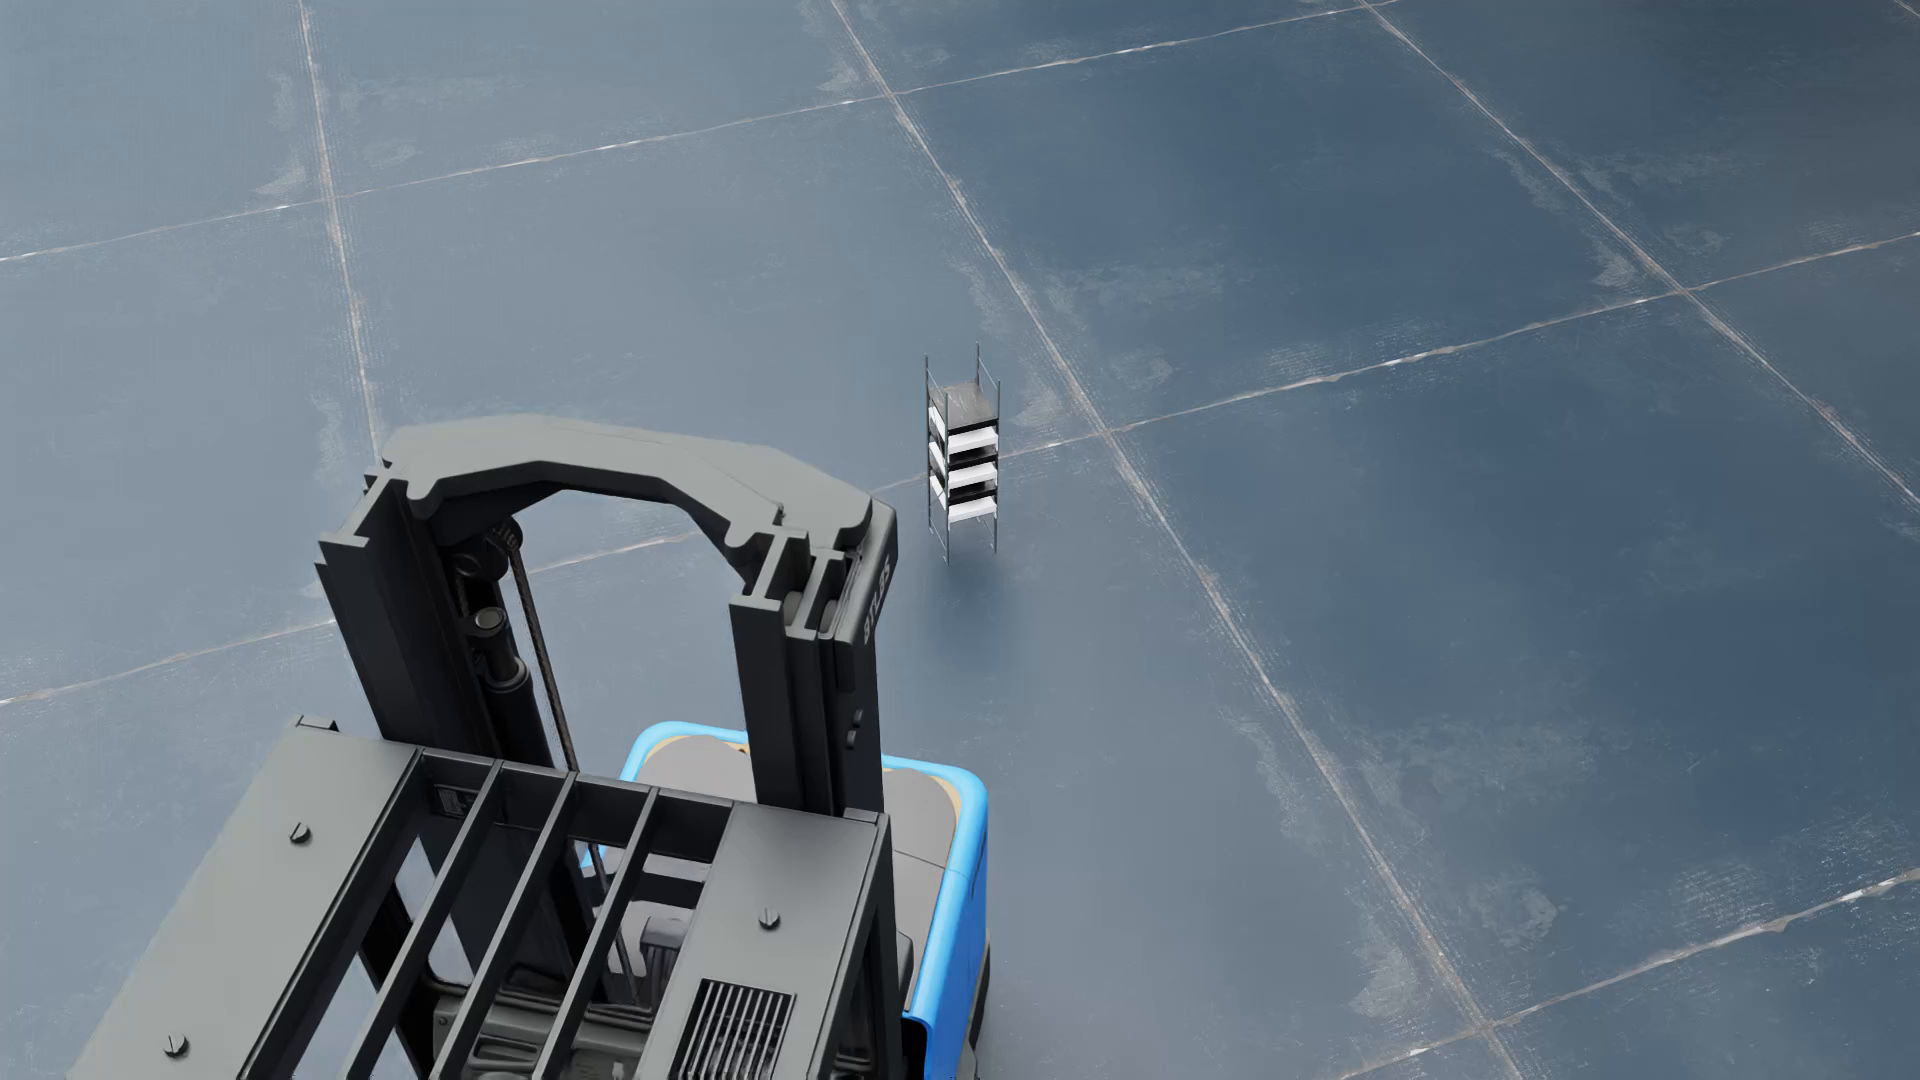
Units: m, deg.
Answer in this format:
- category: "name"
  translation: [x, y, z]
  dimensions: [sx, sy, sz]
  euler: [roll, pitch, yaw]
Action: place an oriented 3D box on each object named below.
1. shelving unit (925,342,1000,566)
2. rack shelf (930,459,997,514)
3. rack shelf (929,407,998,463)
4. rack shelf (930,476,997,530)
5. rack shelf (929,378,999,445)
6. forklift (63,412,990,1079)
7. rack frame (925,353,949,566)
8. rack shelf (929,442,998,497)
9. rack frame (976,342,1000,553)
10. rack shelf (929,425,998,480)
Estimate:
- category: "shelving unit"
  translation: [0.008, -0.320, 6.433]
  dimensions: [0.210, 0.900, 0.258]
  euler: [-14, 47, -14]
- category: "rack shelf"
  translation: [0.008, -0.233, 6.521]
  dimensions: [0.200, 0.077, 0.258]
  euler: [-14, 47, -14]
- category: "rack shelf"
  translation: [0.008, -0.423, 6.329]
  dimensions: [0.200, 0.077, 0.258]
  euler: [-14, 47, -14]
- category: "rack shelf"
  translation: [0.008, -0.169, 6.584]
  dimensions: [0.200, 0.077, 0.258]
  euler: [-14, 47, -14]
- category: "rack shelf"
  translation: [0.008, -0.487, 6.266]
  dimensions: [0.200, 0.077, 0.258]
  euler: [-14, 47, -14]
- category: "forklift"
  translation: [-0.707, 1.319, 3.366]
  dimensions: [1.130, 2.935, 3.031]
  euler: [8, 46, 8]
- category: "rack frame"
  translation: [-0.088, -0.295, 6.409]
  dimensions: [0.006, 0.900, 0.240]
  euler: [-14, 47, -14]
- category: "rack shelf"
  translation: [0.008, -0.296, 6.457]
  dimensions: [0.200, 0.077, 0.258]
  euler: [-14, 47, -14]
- category: "rack frame"
  translation: [0.103, -0.344, 6.458]
  dimensions: [0.006, 0.900, 0.240]
  euler: [-14, 47, -14]
- category: "rack shelf"
  translation: [0.008, -0.360, 6.393]
  dimensions: [0.200, 0.077, 0.258]
  euler: [-14, 47, -14]
